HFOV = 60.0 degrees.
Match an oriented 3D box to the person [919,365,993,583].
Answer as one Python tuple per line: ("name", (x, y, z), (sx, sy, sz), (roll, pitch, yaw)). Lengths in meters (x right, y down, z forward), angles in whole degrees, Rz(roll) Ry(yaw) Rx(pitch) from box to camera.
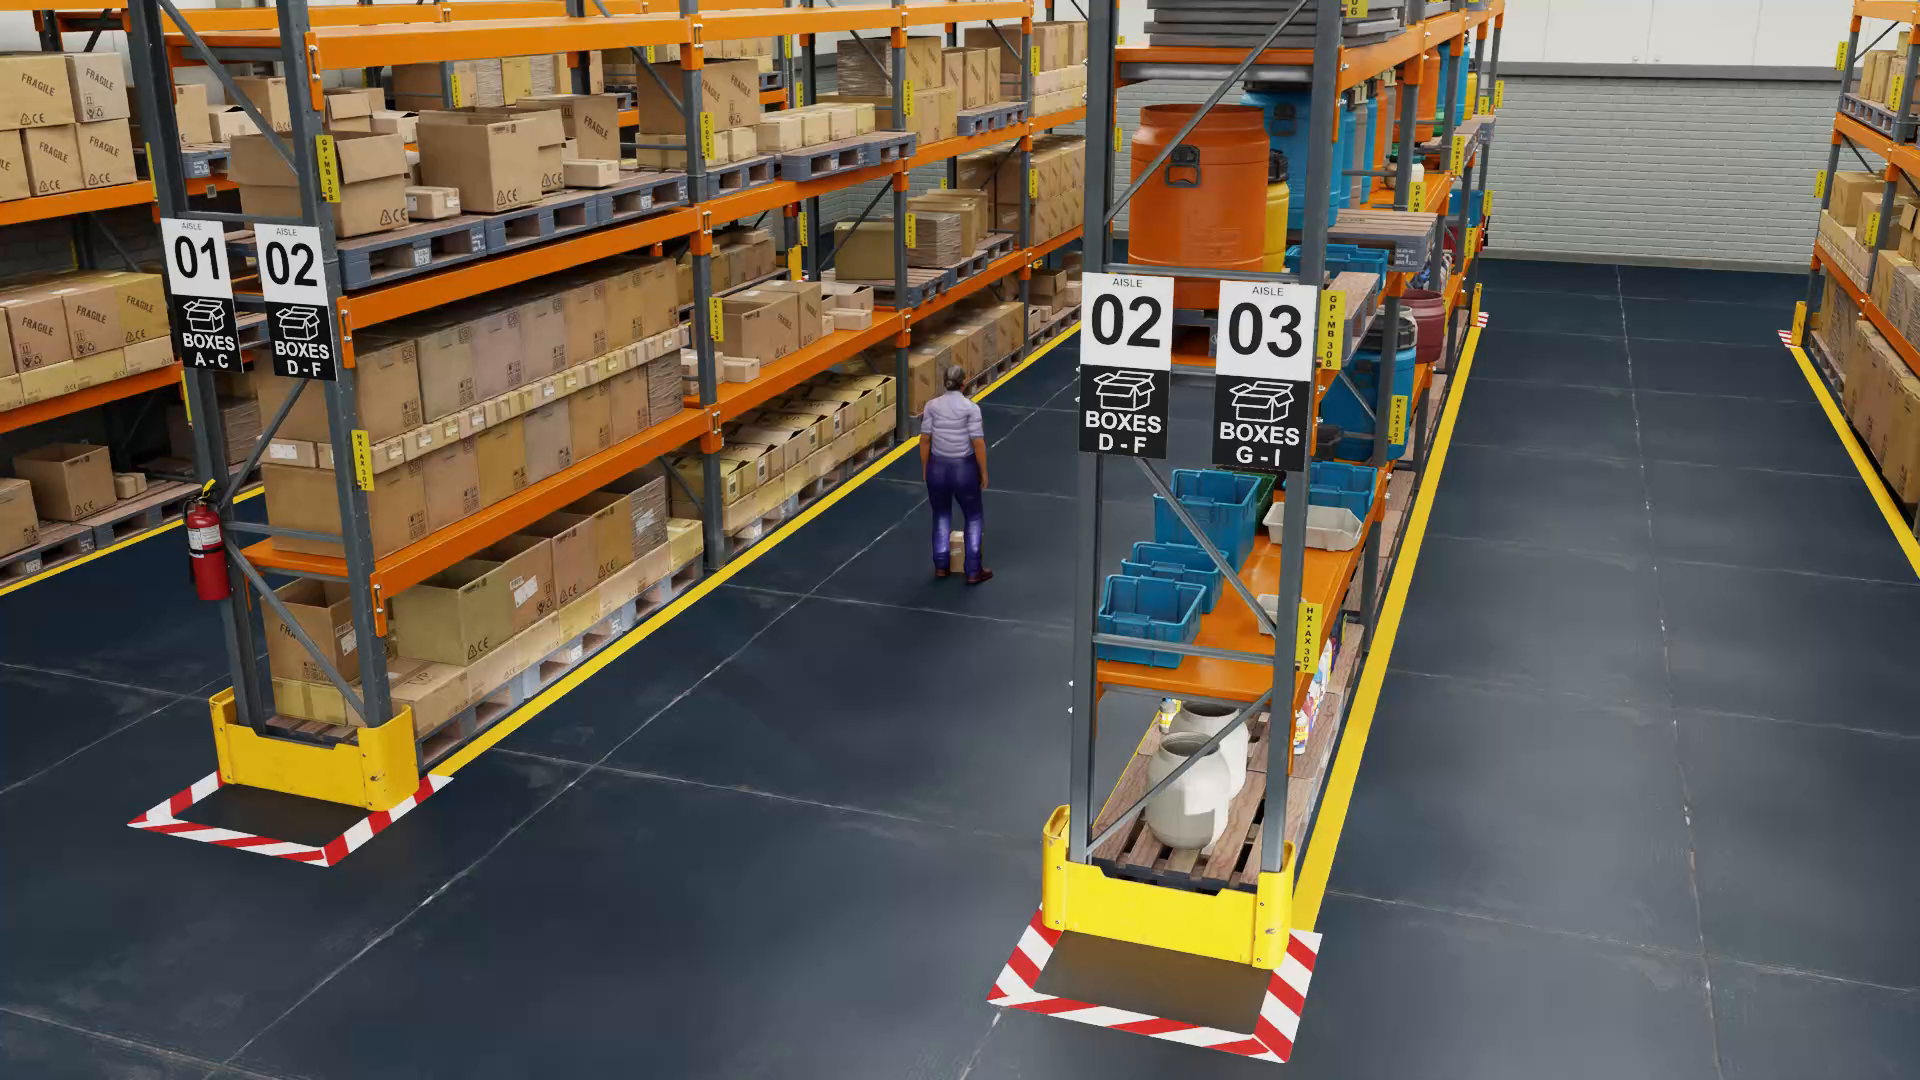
("person", (-0.032, -0.502, 12.549), (0.541, 1.652, 0.413), (6, 20, 18))
